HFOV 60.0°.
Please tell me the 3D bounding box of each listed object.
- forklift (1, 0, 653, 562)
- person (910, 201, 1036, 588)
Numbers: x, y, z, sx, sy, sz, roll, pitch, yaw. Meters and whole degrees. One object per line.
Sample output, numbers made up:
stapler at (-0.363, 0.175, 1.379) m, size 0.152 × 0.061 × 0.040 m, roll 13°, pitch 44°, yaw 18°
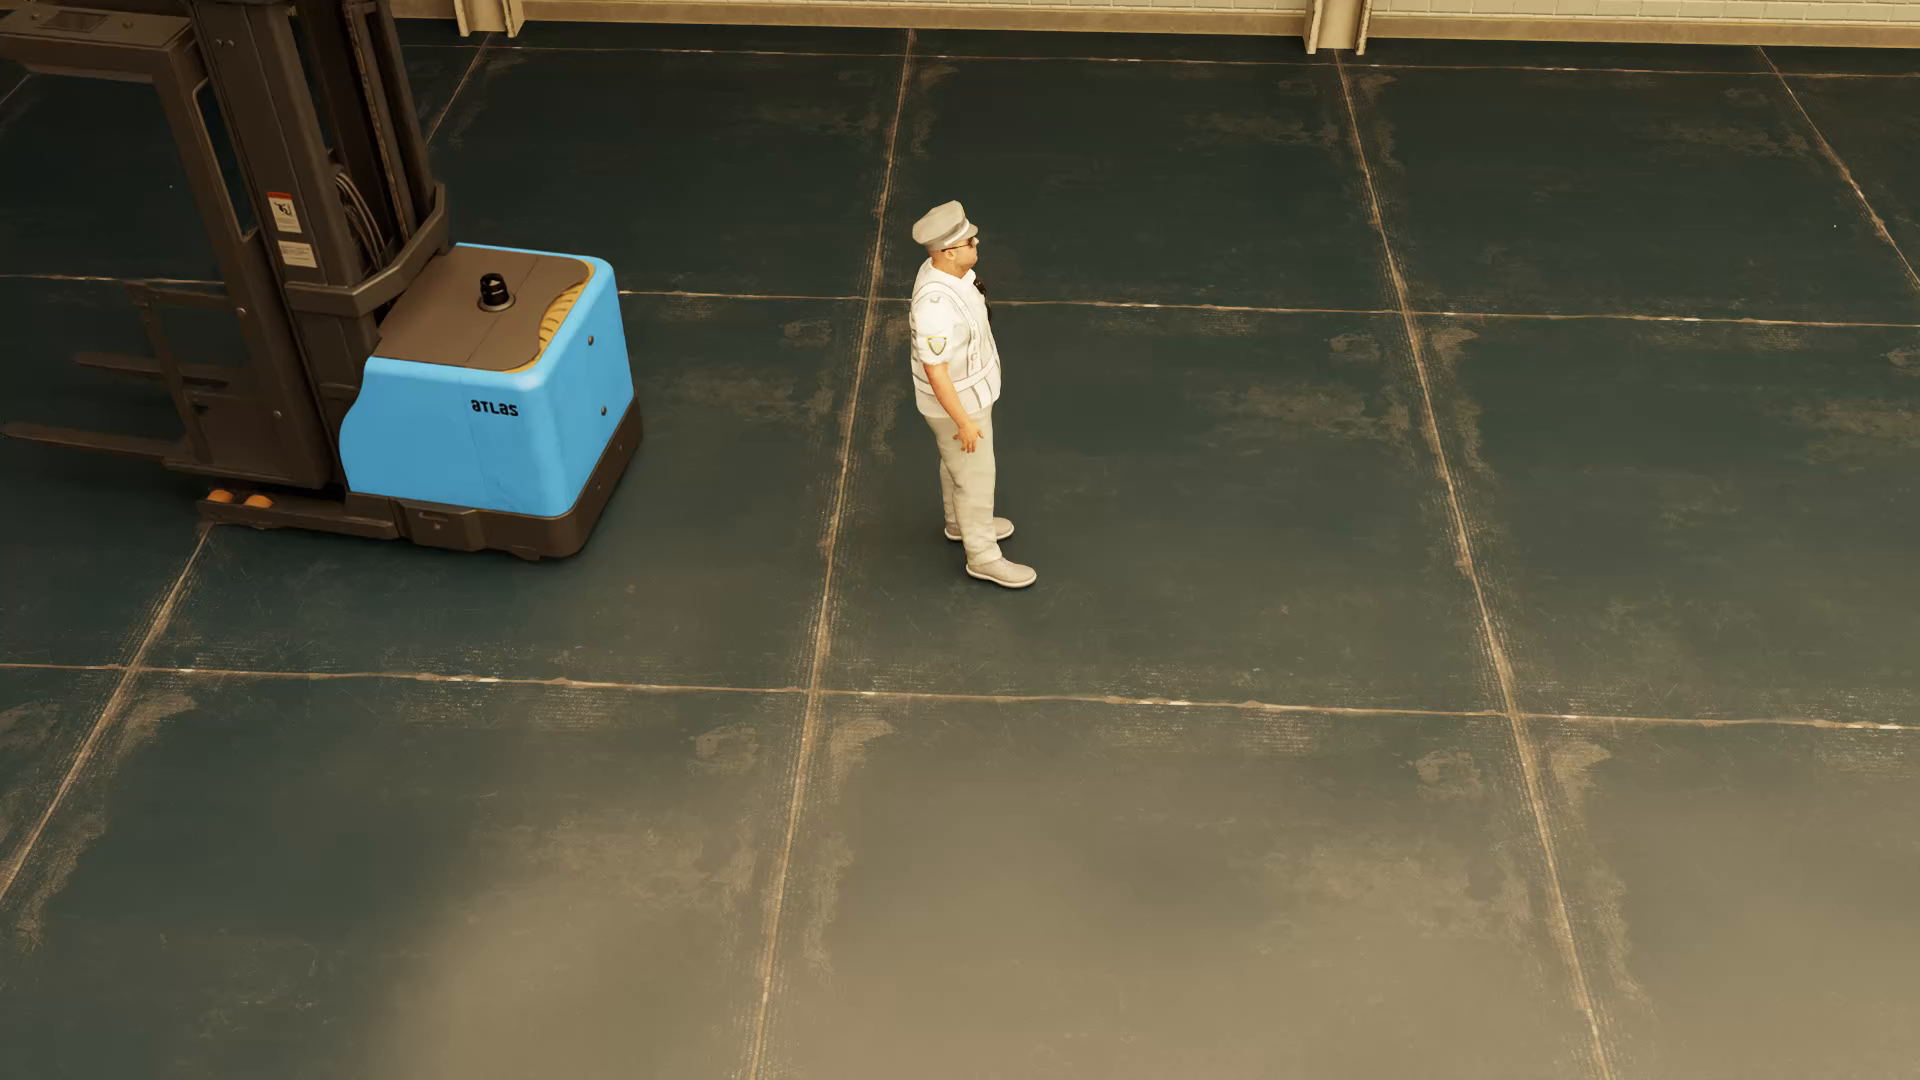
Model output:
forklift at (-3.122, -1.470, 7.352) m, size 3.031 × 2.935 × 1.130 m, roll 7°, pitch 43°, yaw 8°
person at (0.078, -0.654, 7.299) m, size 0.574 × 1.781 × 0.641 m, roll 2°, pitch 42°, yaw 2°
